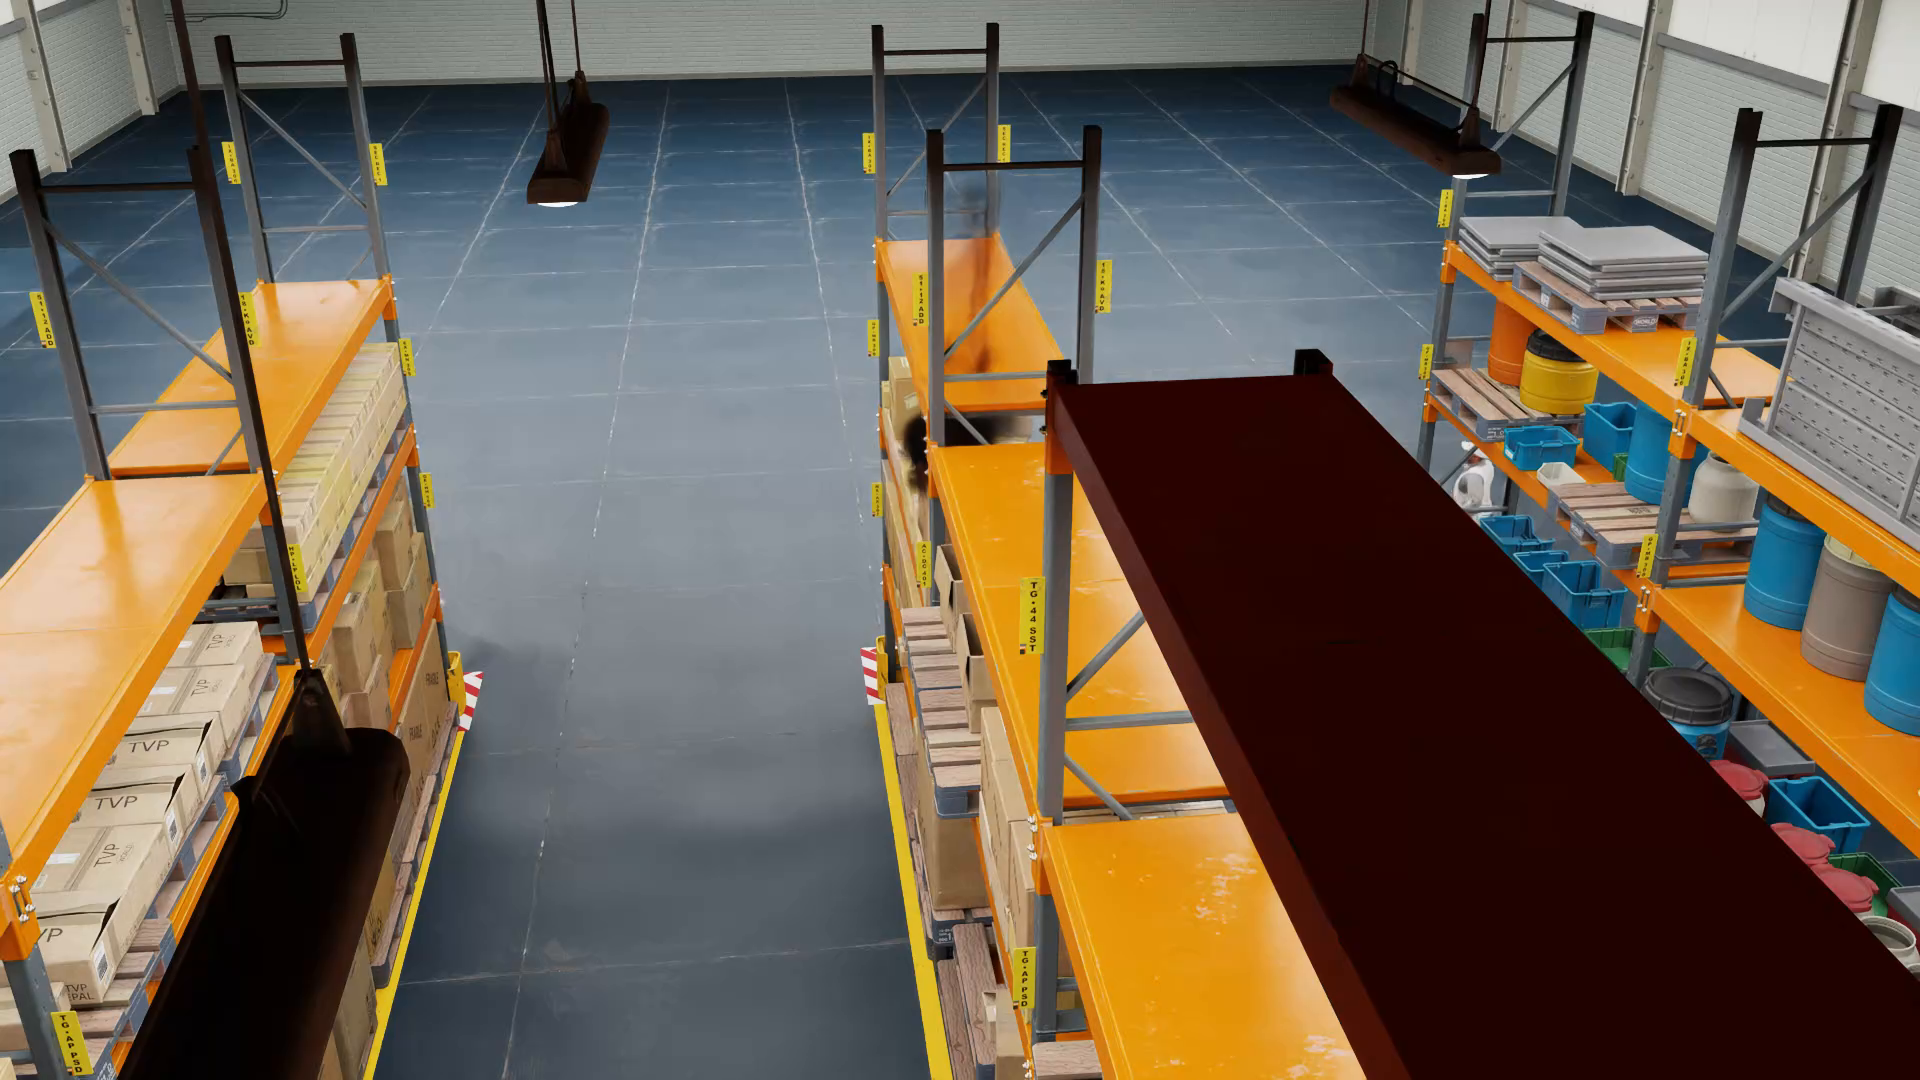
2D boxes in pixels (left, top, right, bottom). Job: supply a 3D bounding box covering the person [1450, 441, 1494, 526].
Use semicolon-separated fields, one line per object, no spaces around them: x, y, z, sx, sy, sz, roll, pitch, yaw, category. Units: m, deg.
5.202;-0.271;17.075;0.618;1.738;0.714;20;32;36;person
